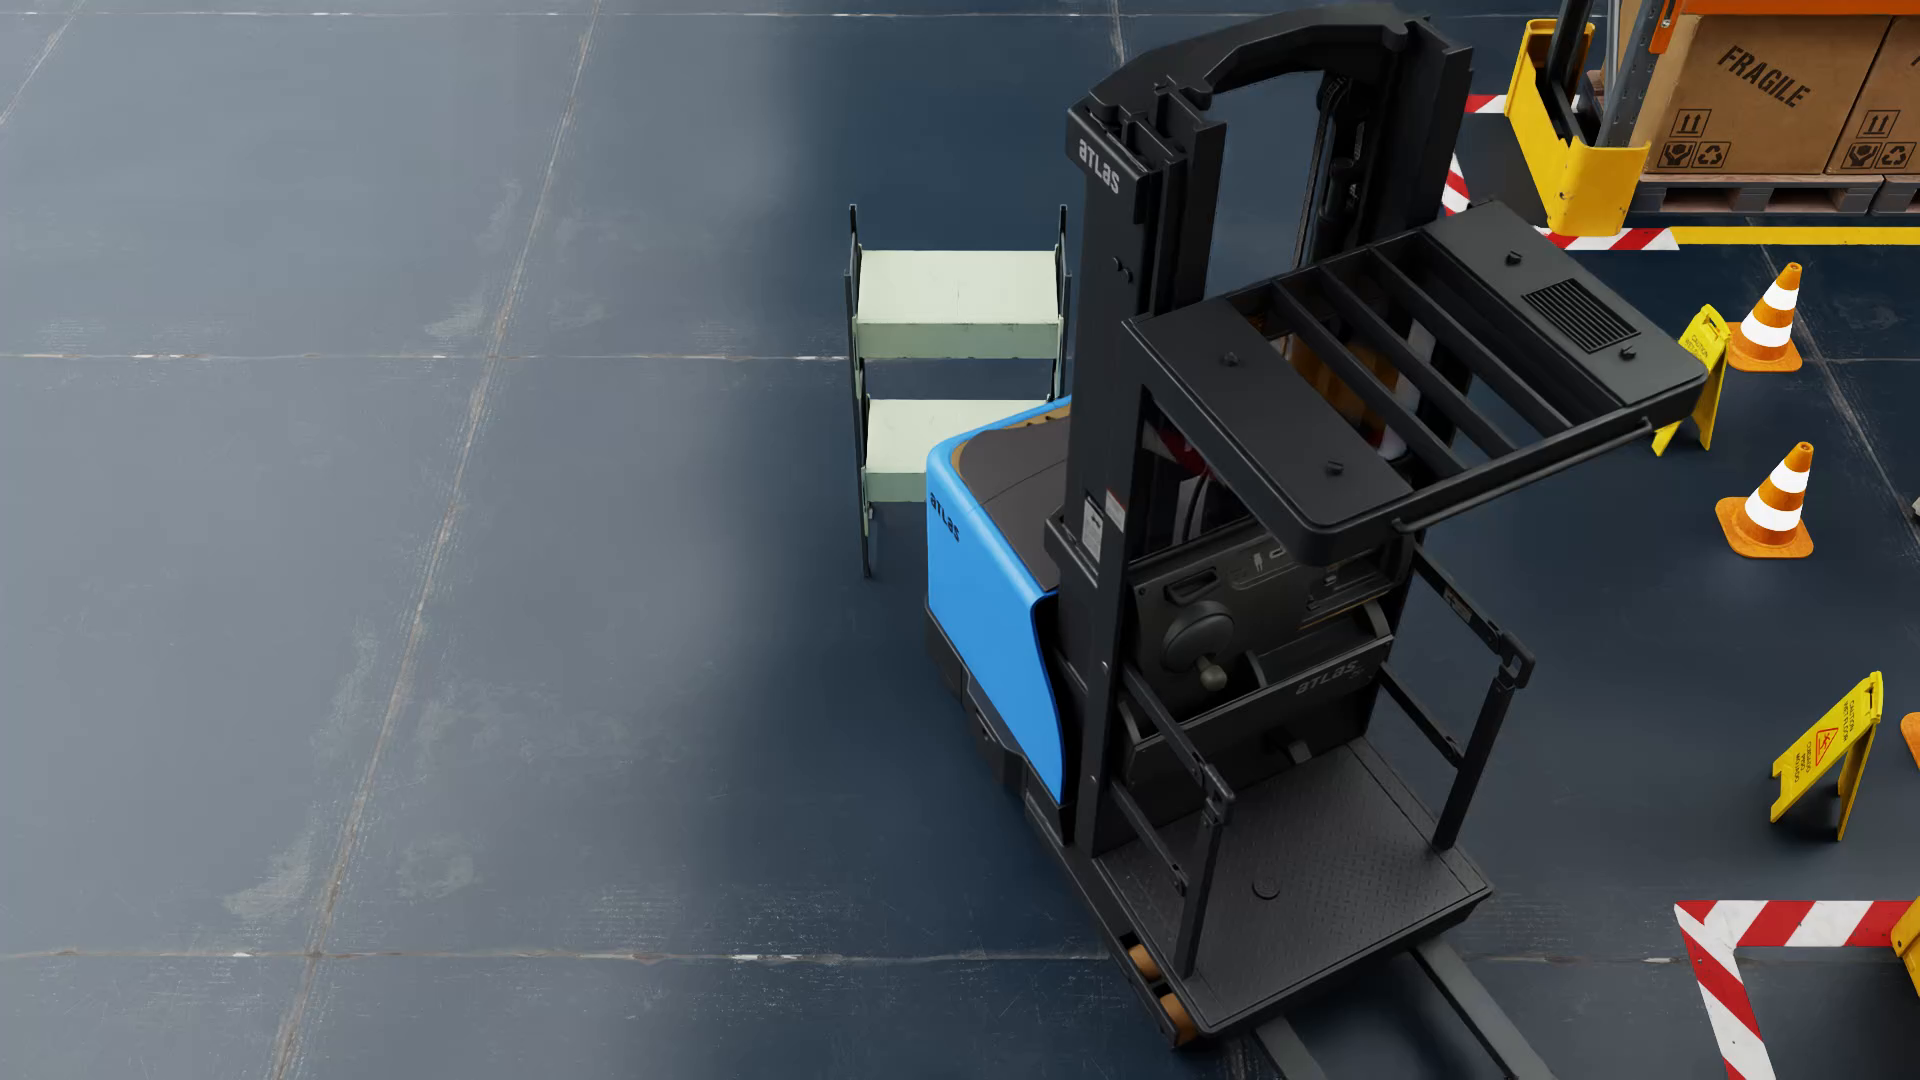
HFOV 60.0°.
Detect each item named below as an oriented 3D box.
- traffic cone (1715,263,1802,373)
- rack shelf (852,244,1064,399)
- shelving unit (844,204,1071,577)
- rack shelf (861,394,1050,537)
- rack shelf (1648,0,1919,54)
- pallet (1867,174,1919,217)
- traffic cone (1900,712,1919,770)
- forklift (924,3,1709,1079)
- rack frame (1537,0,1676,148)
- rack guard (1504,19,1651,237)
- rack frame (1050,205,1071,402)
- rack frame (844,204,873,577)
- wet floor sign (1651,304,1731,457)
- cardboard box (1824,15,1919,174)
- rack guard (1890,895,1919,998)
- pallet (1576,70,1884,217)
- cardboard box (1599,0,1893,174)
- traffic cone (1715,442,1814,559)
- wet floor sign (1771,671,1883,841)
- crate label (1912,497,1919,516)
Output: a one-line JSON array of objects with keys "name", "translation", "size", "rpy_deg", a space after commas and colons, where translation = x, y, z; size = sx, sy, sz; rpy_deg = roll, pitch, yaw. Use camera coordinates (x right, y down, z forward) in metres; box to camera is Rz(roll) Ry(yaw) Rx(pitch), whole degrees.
[{"name": "traffic cone", "translation": [3.625, -1.030, 7.392], "size": [0.334, 0.463, 0.336], "rpy_deg": [0, 47, 0]}, {"name": "rack shelf", "translation": [-0.007, -0.777, 5.915], "size": [0.720, 0.370, 0.431], "rpy_deg": [0, 47, 0]}, {"name": "shelving unit", "translation": [-0.007, -0.511, 6.201], "size": [0.755, 1.500, 0.431], "rpy_deg": [0, 47, 0]}, {"name": "rack shelf", "translation": [-0.007, -0.289, 6.440], "size": [0.720, 0.370, 0.431], "rpy_deg": [0, 47, 0]}, {"name": "rack shelf", "translation": [5.099, -2.684, 7.691], "size": [4.000, 0.370, 1.077], "rpy_deg": [0, 47, 0]}, {"name": "pallet", "translation": [5.116, -2.034, 8.499], "size": [1.213, 0.211, 1.003], "rpy_deg": [0, 47, 0]}, {"name": "traffic cone", "translation": [3.617, 0.610, 5.866], "size": [0.334, 0.463, 0.336], "rpy_deg": [0, 47, 0]}, {"name": "forklift", "translation": [0.992, 0.215, 4.548], "size": [1.130, 2.935, 3.031], "rpy_deg": [-21, 50, -18]}, {"name": "rack frame", "translation": [3.099, -2.935, 7.432], "size": [0.127, 3.000, 1.000], "rpy_deg": [0, 47, 0]}, {"name": "rack guard", "translation": [3.075, -2.083, 8.347], "size": [0.348, 0.500, 1.175], "rpy_deg": [0, 47, 0]}, {"name": "rack frame", "translation": [0.359, -0.510, 6.200], "size": [0.023, 1.500, 0.400], "rpy_deg": [0, 47, 0]}, {"name": "rack frame", "translation": [-0.373, -0.512, 6.202], "size": [0.023, 1.500, 0.400], "rpy_deg": [0, 47, 0]}, {"name": "wet floor sign", "translation": [3.063, -0.683, 6.945], "size": [0.232, 0.644, 0.267], "rpy_deg": [-7, 47, -7]}, {"name": "cardboard box", "translation": [4.658, -2.400, 8.099], "size": [0.875, 0.875, 0.875], "rpy_deg": [-1, 47, 0]}, {"name": "rack guard", "translation": [3.258, 1.541, 4.974], "size": [0.348, 0.500, 1.175], "rpy_deg": [0, 47, 0]}, {"name": "pallet", "translation": [3.899, -2.040, 8.504], "size": [1.213, 0.211, 1.003], "rpy_deg": [0, 47, 0]}, {"name": "cardboard box", "translation": [3.778, -2.400, 8.100], "size": [0.875, 0.875, 0.875], "rpy_deg": [0, 47, 0]}, {"name": "traffic cone", "translation": [3.281, -0.203, 6.623], "size": [0.334, 0.463, 0.336], "rpy_deg": [0, 47, 0]}, {"name": "wet floor sign", "translation": [2.996, 0.707, 5.651], "size": [0.232, 0.644, 0.267], "rpy_deg": [15, 49, 14]}, {"name": "crate label", "translation": [4.067, -0.136, 6.783], "size": [0.298, 0.136, 0.250], "rpy_deg": [-23, 51, -20]}]
